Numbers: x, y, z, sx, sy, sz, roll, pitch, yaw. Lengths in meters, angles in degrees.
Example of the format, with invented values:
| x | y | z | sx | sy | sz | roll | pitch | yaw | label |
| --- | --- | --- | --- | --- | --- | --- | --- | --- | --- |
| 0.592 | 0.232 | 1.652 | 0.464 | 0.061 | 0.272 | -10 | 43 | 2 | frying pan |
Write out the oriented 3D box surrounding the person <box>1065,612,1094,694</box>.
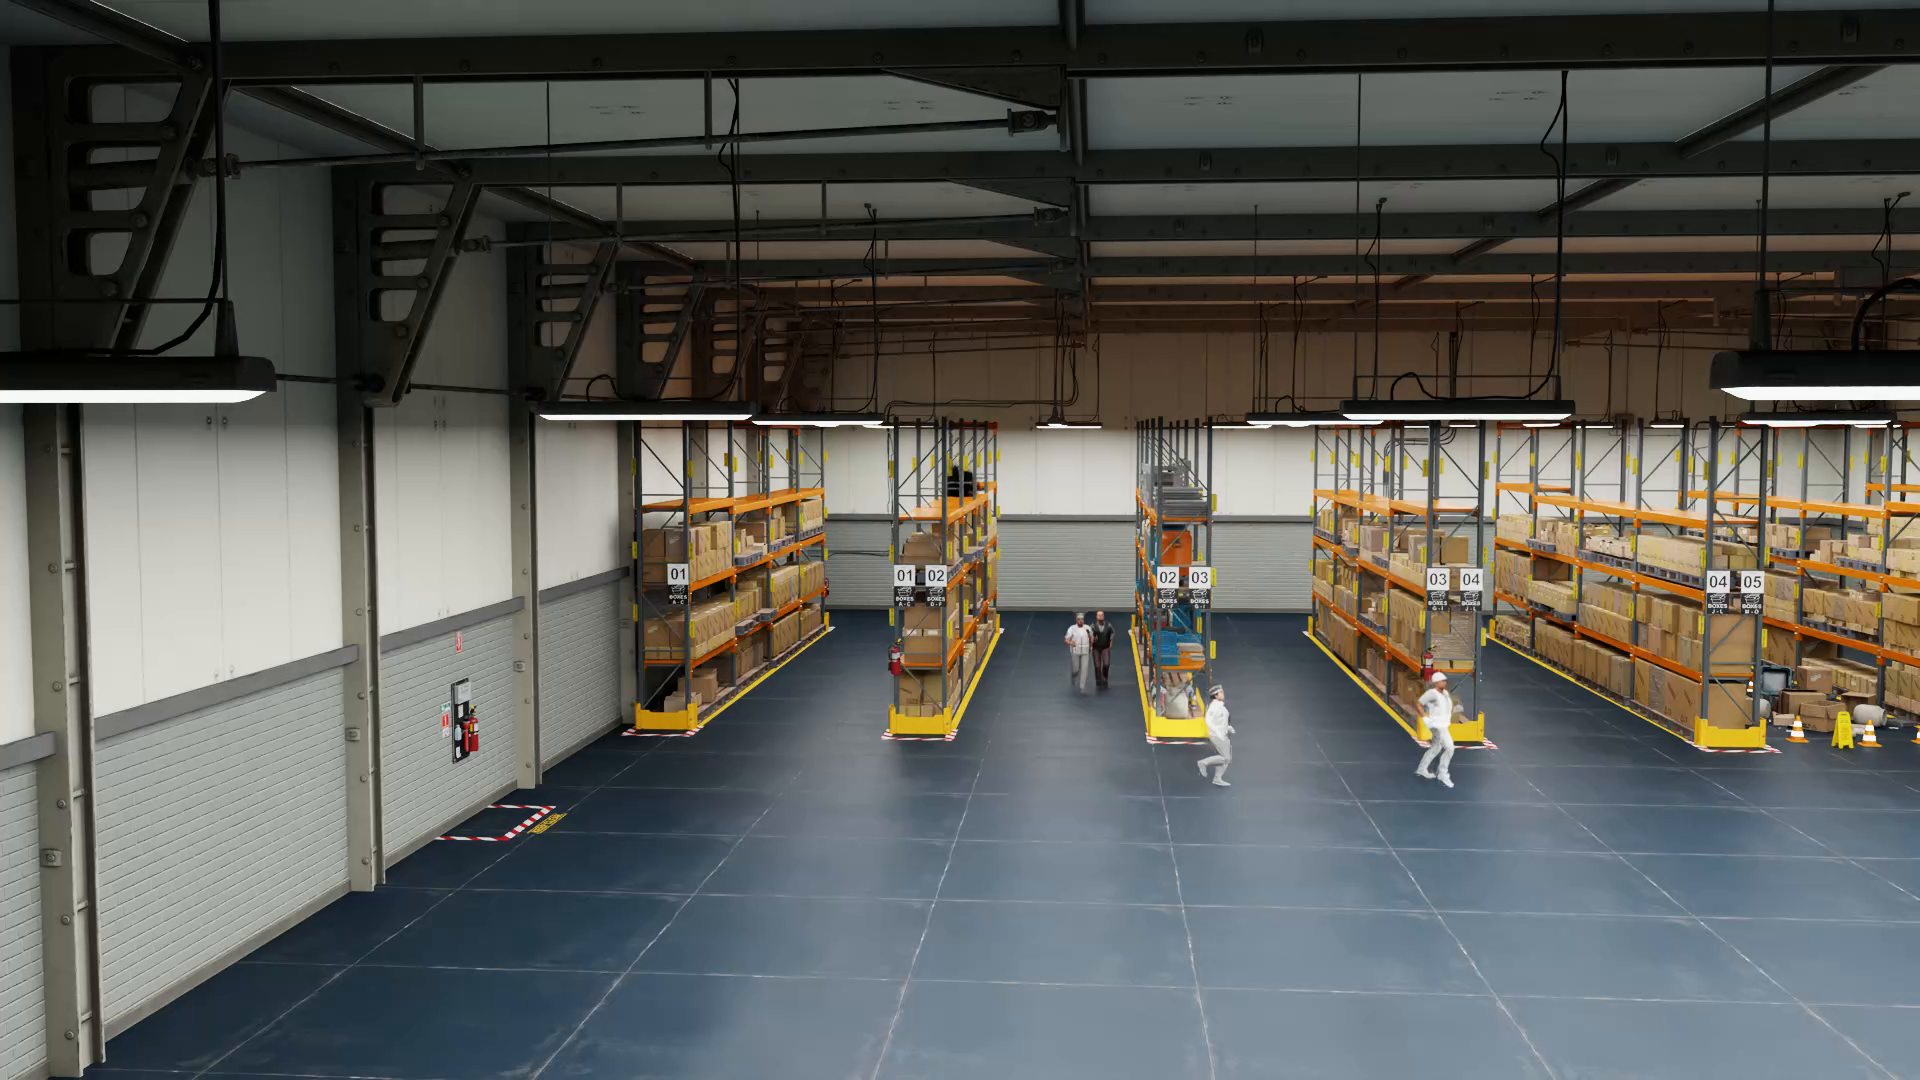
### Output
| x | y | z | sx | sy | sz | roll | pitch | yaw | label |
| --- | --- | --- | --- | --- | --- | --- | --- | --- | --- |
| 2.634 | 2.455 | 36.396 | 0.665 | 1.754 | 0.945 | 0 | 4 | -6 | person |

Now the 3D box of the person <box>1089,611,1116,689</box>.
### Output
| x | y | z | sx | sy | sz | roll | pitch | yaw | label |
| --- | --- | --- | --- | --- | --- | --- | --- | --- | --- |
| 3.149 | 2.457 | 37.024 | 0.640 | 1.738 | 0.669 | 0 | 4 | 4 | person |

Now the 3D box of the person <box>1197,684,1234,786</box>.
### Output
| x | y | z | sx | sy | sz | roll | pitch | yaw | label |
| --- | --- | --- | --- | --- | --- | --- | --- | --- | --- |
| 4.140 | 3.148 | 26.875 | 0.555 | 1.657 | 0.615 | 1 | 4 | 21 | person |

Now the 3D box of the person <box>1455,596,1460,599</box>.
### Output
| x | y | z | sx | sy | sz | roll | pitch | yaw | label |
| --- | --- | --- | --- | --- | --- | --- | --- | --- | --- |
| 14.036 | 1.868 | 46.954 | 0.827 | 1.615 | 0.666 | -1 | 4 | -20 | person |

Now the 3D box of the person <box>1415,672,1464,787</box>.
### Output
| x | y | z | sx | sy | sz | roll | pitch | yaw | label |
| --- | --- | --- | --- | --- | --- | --- | --- | --- | --- |
| 7.783 | 3.066 | 27.010 | 0.773 | 1.840 | 0.664 | 3 | 5 | 34 | person |
